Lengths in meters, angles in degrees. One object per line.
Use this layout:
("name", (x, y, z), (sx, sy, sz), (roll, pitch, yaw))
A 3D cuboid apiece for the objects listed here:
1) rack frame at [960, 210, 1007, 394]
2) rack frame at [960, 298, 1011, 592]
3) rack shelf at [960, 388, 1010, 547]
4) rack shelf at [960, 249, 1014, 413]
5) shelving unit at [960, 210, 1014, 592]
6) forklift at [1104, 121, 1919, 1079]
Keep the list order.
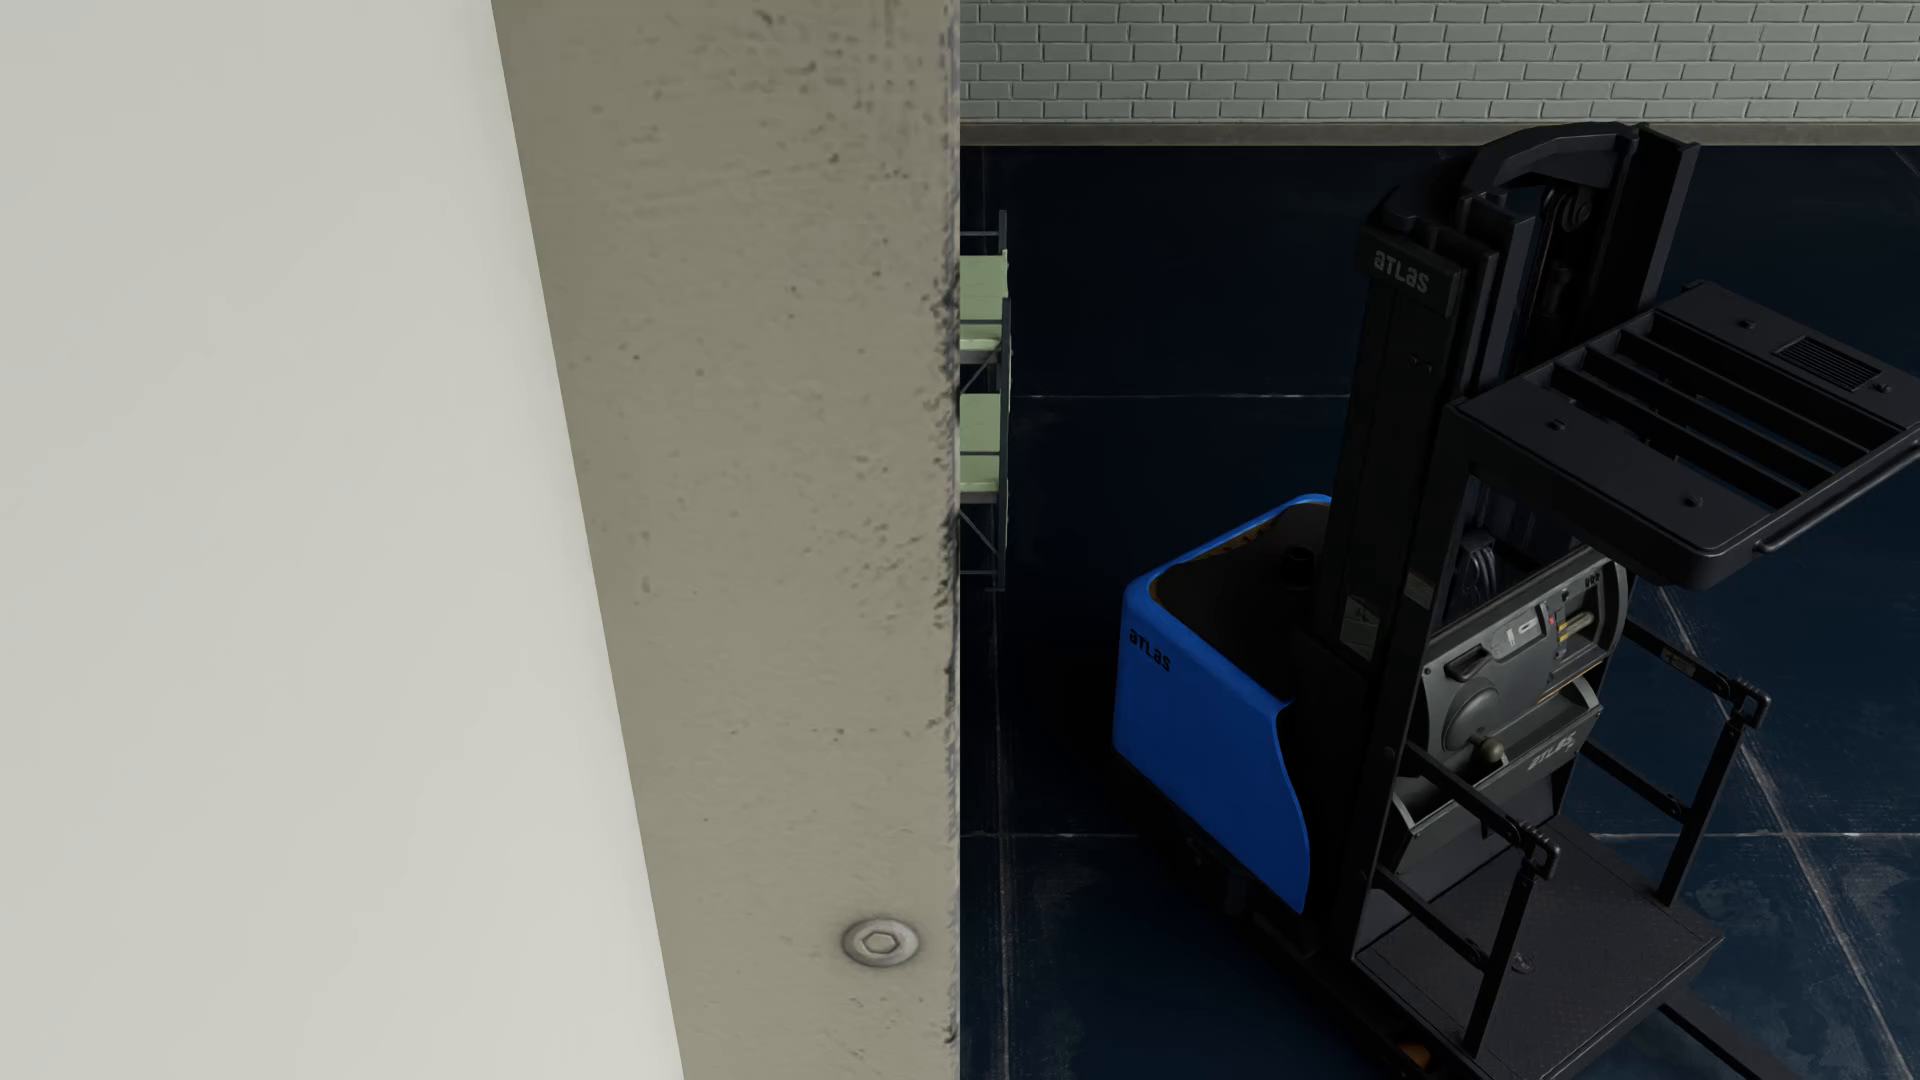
("rack frame", (0.000, -0.818, 7.572), (0.400, 1.500, 0.023), (0, 39, 0))
("rack frame", (0.000, -0.361, 7.001), (0.400, 1.500, 0.023), (0, 39, 0))
("rack shelf", (0.000, -0.335, 7.490), (0.431, 0.370, 0.720), (0, 39, 0))
("rack shelf", (0.000, -0.894, 7.042), (0.431, 0.370, 0.720), (0, 39, 0))
("shelving unit", (0.000, -0.589, 7.286), (0.431, 1.500, 0.755), (0, 39, 0))
("forklift", (1.836, 0.414, 4.890), (1.130, 2.935, 3.031), (-25, 45, -28))
